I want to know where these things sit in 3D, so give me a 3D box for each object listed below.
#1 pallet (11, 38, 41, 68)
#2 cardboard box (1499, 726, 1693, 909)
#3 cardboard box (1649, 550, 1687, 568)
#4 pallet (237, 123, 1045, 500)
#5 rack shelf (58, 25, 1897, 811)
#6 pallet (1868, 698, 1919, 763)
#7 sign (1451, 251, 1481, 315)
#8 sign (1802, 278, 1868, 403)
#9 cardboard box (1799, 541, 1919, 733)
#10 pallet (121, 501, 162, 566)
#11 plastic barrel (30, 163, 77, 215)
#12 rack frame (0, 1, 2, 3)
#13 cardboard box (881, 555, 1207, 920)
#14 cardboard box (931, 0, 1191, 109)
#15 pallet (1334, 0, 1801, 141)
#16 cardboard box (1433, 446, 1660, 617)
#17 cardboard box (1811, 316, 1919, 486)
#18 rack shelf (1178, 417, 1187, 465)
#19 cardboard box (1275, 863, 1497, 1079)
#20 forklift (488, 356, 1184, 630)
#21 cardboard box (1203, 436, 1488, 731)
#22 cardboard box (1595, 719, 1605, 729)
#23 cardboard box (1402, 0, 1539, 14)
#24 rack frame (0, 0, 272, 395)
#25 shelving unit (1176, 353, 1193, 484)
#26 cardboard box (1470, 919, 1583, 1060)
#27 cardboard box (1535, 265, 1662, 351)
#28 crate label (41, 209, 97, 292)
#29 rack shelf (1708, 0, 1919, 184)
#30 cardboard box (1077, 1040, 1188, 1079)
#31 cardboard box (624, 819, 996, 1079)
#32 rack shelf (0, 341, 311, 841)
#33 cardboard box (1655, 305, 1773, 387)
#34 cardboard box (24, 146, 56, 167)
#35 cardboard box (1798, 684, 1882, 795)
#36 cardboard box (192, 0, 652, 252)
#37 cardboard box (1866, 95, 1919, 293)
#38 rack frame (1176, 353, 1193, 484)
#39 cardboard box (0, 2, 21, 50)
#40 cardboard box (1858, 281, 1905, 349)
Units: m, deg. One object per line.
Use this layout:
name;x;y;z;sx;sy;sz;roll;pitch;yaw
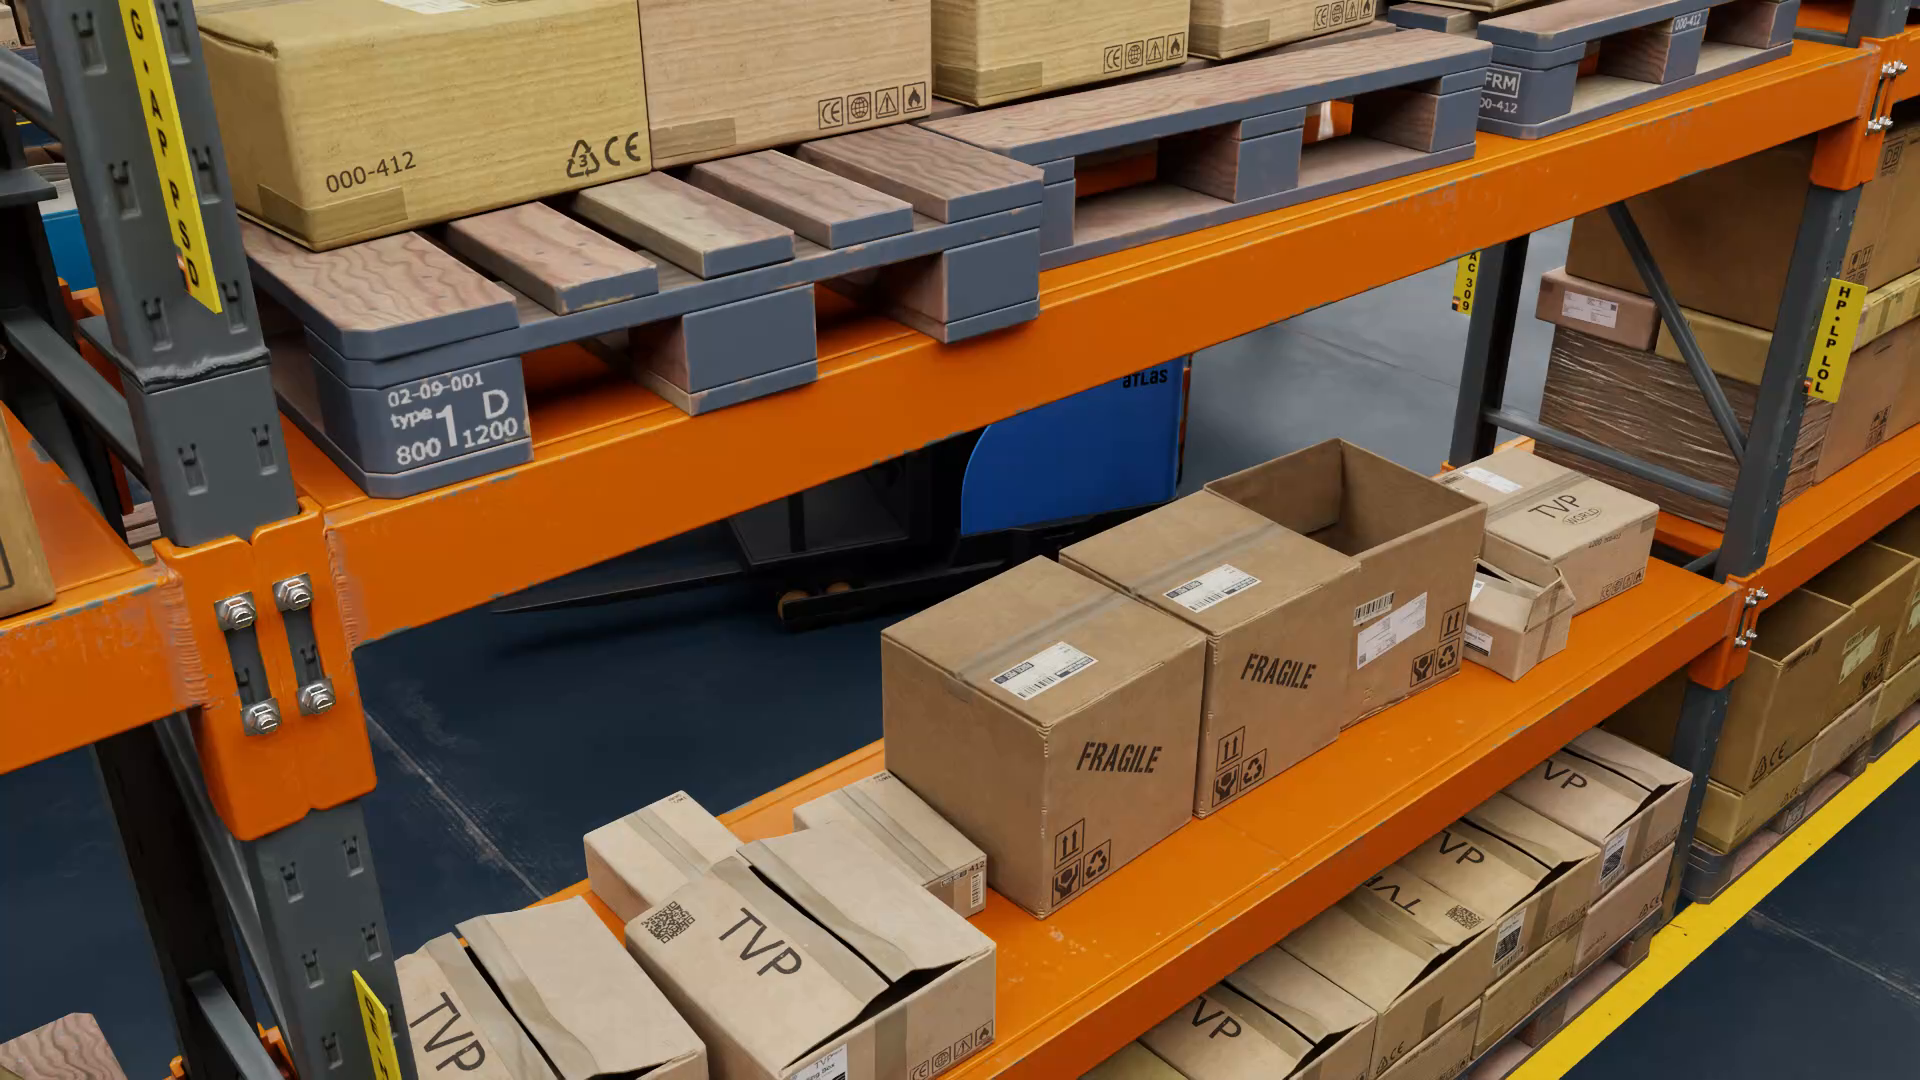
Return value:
pallet;-6.035;-3.109;10.588;1.213;0.211;1.003;-22;35;-35
cardboard box;1.834;0.763;5.016;0.500;0.311;0.500;-22;35;-35
cardboard box;2.555;0.084;6.086;0.500;0.500;0.500;-22;35;-35
pallet;-0.629;-0.499;2.520;1.003;0.211;1.213;-20;34;-33
rack shelf;0.434;-0.637;3.341;4.000;0.370;1.077;-22;35;-35
pallet;3.517;0.383;6.810;1.213;0.211;1.003;-22;35;-35
sign;1.594;-0.859;5.172;0.005;0.325;0.100;-22;35;-35
sign;2.315;-0.528;4.411;0.005;0.325;0.100;-22;35;-35
cardboard box;2.887;0.268;5.743;0.500;0.500;0.500;-22;35;-35
pallet;-3.685;0.210;7.134;1.213;0.211;1.003;-22;35;-35
plastic barrel;-3.655;-1.238;6.765;0.421;0.512;0.421;0;28;0
rack frame;-10.903;-7.350;18.321;0.127;3.000;1.000;-22;35;-35
cardboard box;0.179;0.417;3.681;0.500;0.500;0.500;-24;36;-37
cardboard box;0.051;-0.959;2.892;0.500;0.250;0.500;-23;36;-36
pallet;1.293;-1.208;3.848;1.217;0.209;0.805;-24;36;-37
cardboard box;1.610;-0.011;4.748;0.500;0.250;0.500;-19;34;-32
cardboard box;2.686;-0.589;5.564;0.500;0.500;0.700;-22;35;-35
rack shelf;0.942;-0.485;8.145;0.240;0.259;0.215;-22;37;-33
cardboard box;1.061;1.076;4.430;0.500;0.311;0.500;-22;35;-35
forklift;-0.591;-1.193;6.872;3.031;2.935;1.130;-10;30;-17
cardboard box;0.960;0.103;4.269;0.500;0.500;0.500;-19;34;-31
cardboard box;2.167;0.564;5.984;0.500;0.250;0.500;-22;35;-35
cardboard box;1.065;-1.332;3.590;0.500;0.250;0.500;24;37;38
rack frame;-1.087;-1.666;1.320;0.127;3.000;1.000;-22;35;-35
shelving unit;0.946;-0.735;8.000;0.252;1.050;0.215;-22;37;-33
cardboard box;1.443;1.169;4.852;0.500;0.250;0.500;-23;35;-36
cardboard box;2.024;-0.734;5.146;0.250;0.149;0.380;-22;35;-35
crate label;-3.368;-1.020;6.438;0.616;0.435;0.502;-22;35;-35
rack shelf;3.477;-1.861;5.631;4.000;0.370;1.077;-22;35;-35
cardboard box;0.286;1.386;3.850;0.500;0.311;0.500;-23;36;-36
cardboard box;-0.281;0.815;3.137;0.500;0.311;0.500;-22;35;-35
rack shelf;-2.609;0.586;1.051;4.000;0.370;1.077;-22;35;-35
cardboard box;2.286;-0.587;4.871;0.250;0.149;0.380;-22;35;-35
cardboard box;-6.177;-2.227;10.920;0.500;0.500;0.700;-19;33;-31
cardboard box;2.889;0.600;5.917;0.500;0.250;0.500;-22;35;-35
cardboard box;-0.778;-0.621;2.260;0.500;0.250;0.500;-25;37;-38
cardboard box;2.673;-1.153;5.242;0.500;0.500;0.700;-22;35;-35
rack frame;1.040;-0.772;8.067;0.008;1.050;0.200;-22;37;-33
cardboard box;-6.090;-3.122;10.124;0.500;0.250;0.500;-23;36;-36
cardboard box;2.672;-0.743;5.163;0.250;0.149;0.380;-23;36;-36
